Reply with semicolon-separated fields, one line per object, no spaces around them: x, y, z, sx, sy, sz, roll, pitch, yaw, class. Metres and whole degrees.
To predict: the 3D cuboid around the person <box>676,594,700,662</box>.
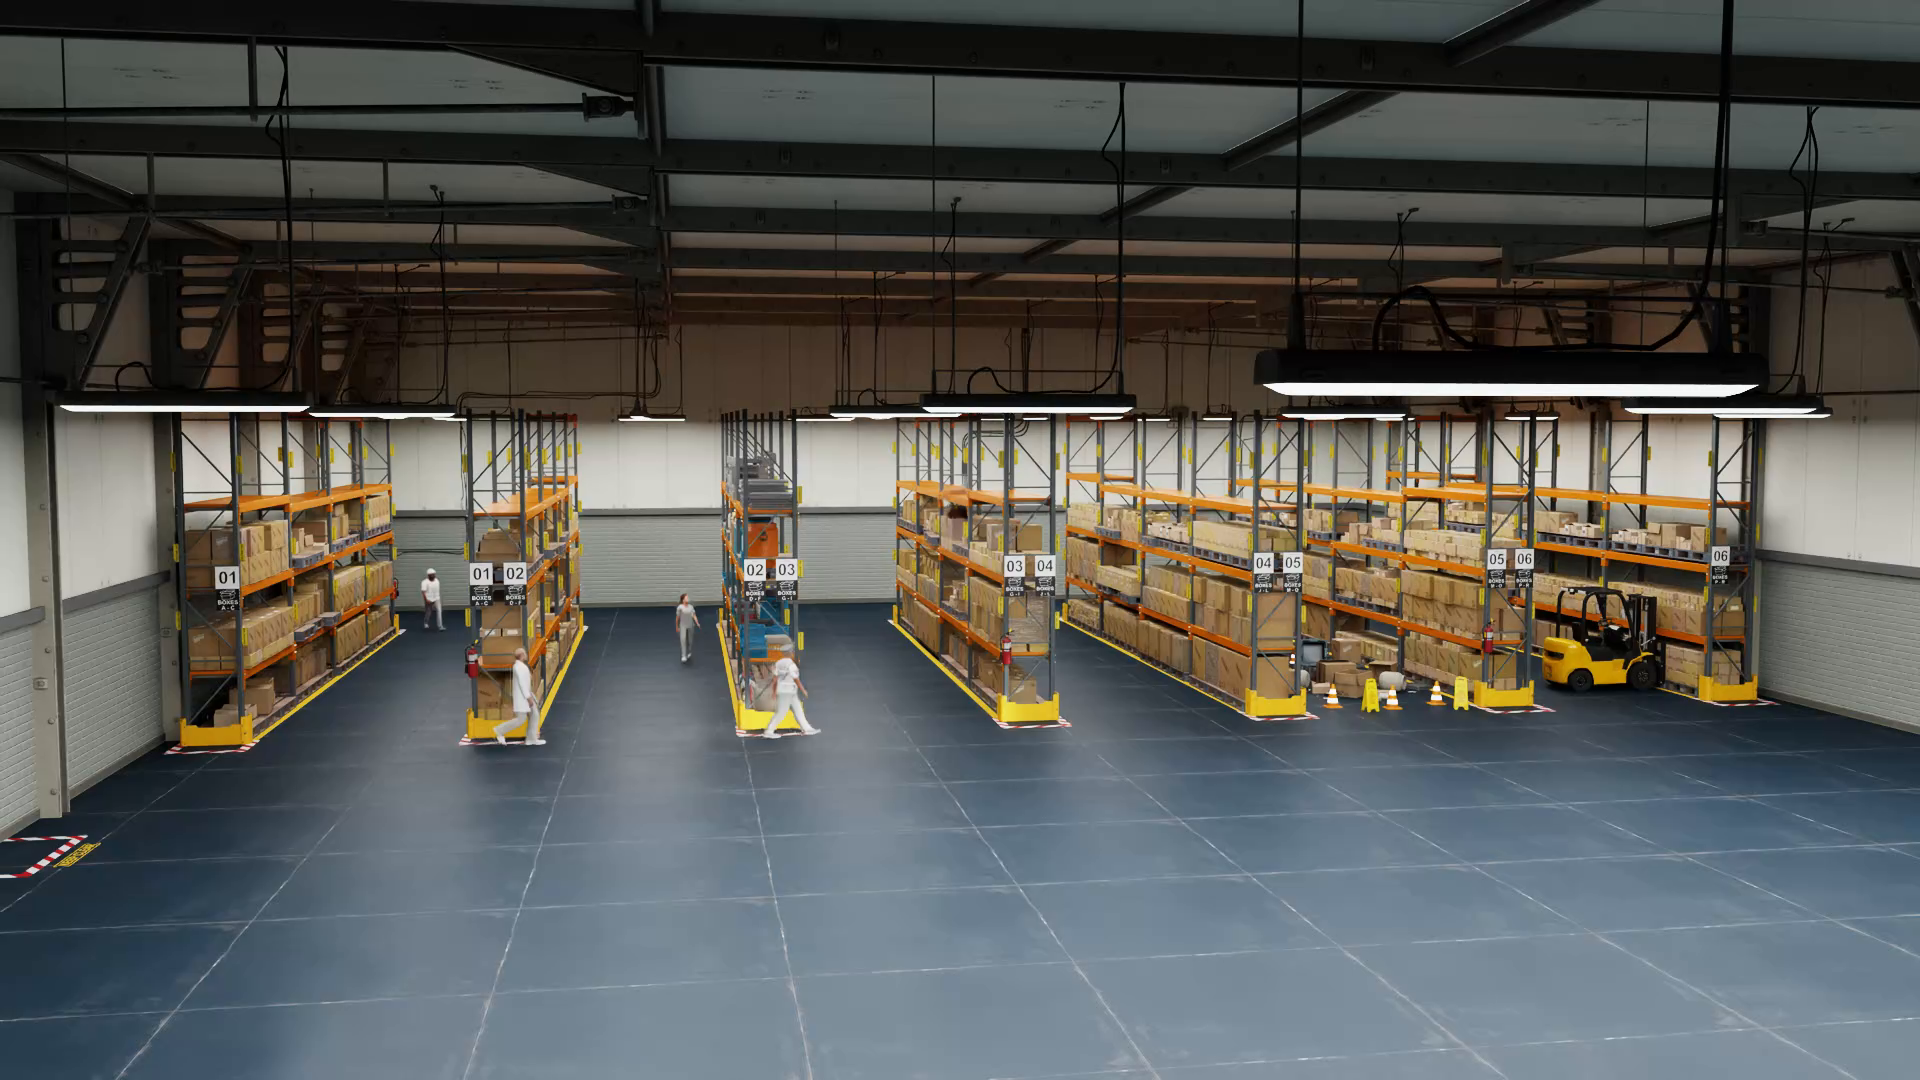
-6.569;2.099;40.161;0.589;1.612;1.039;-1;4;-11;person

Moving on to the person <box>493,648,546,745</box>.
-7.810;2.783;29.459;0.879;1.739;0.525;0;4;4;person

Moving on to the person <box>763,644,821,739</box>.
-3.049;2.734;30.188;1.066;1.706;0.526;0;4;-7;person

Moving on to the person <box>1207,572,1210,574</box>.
6.763;1.723;45.609;0.470;1.668;0.538;0;4;-4;person

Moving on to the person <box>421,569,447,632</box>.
-14.585;1.659;45.961;0.585;1.726;1.025;-3;5;-40;person
